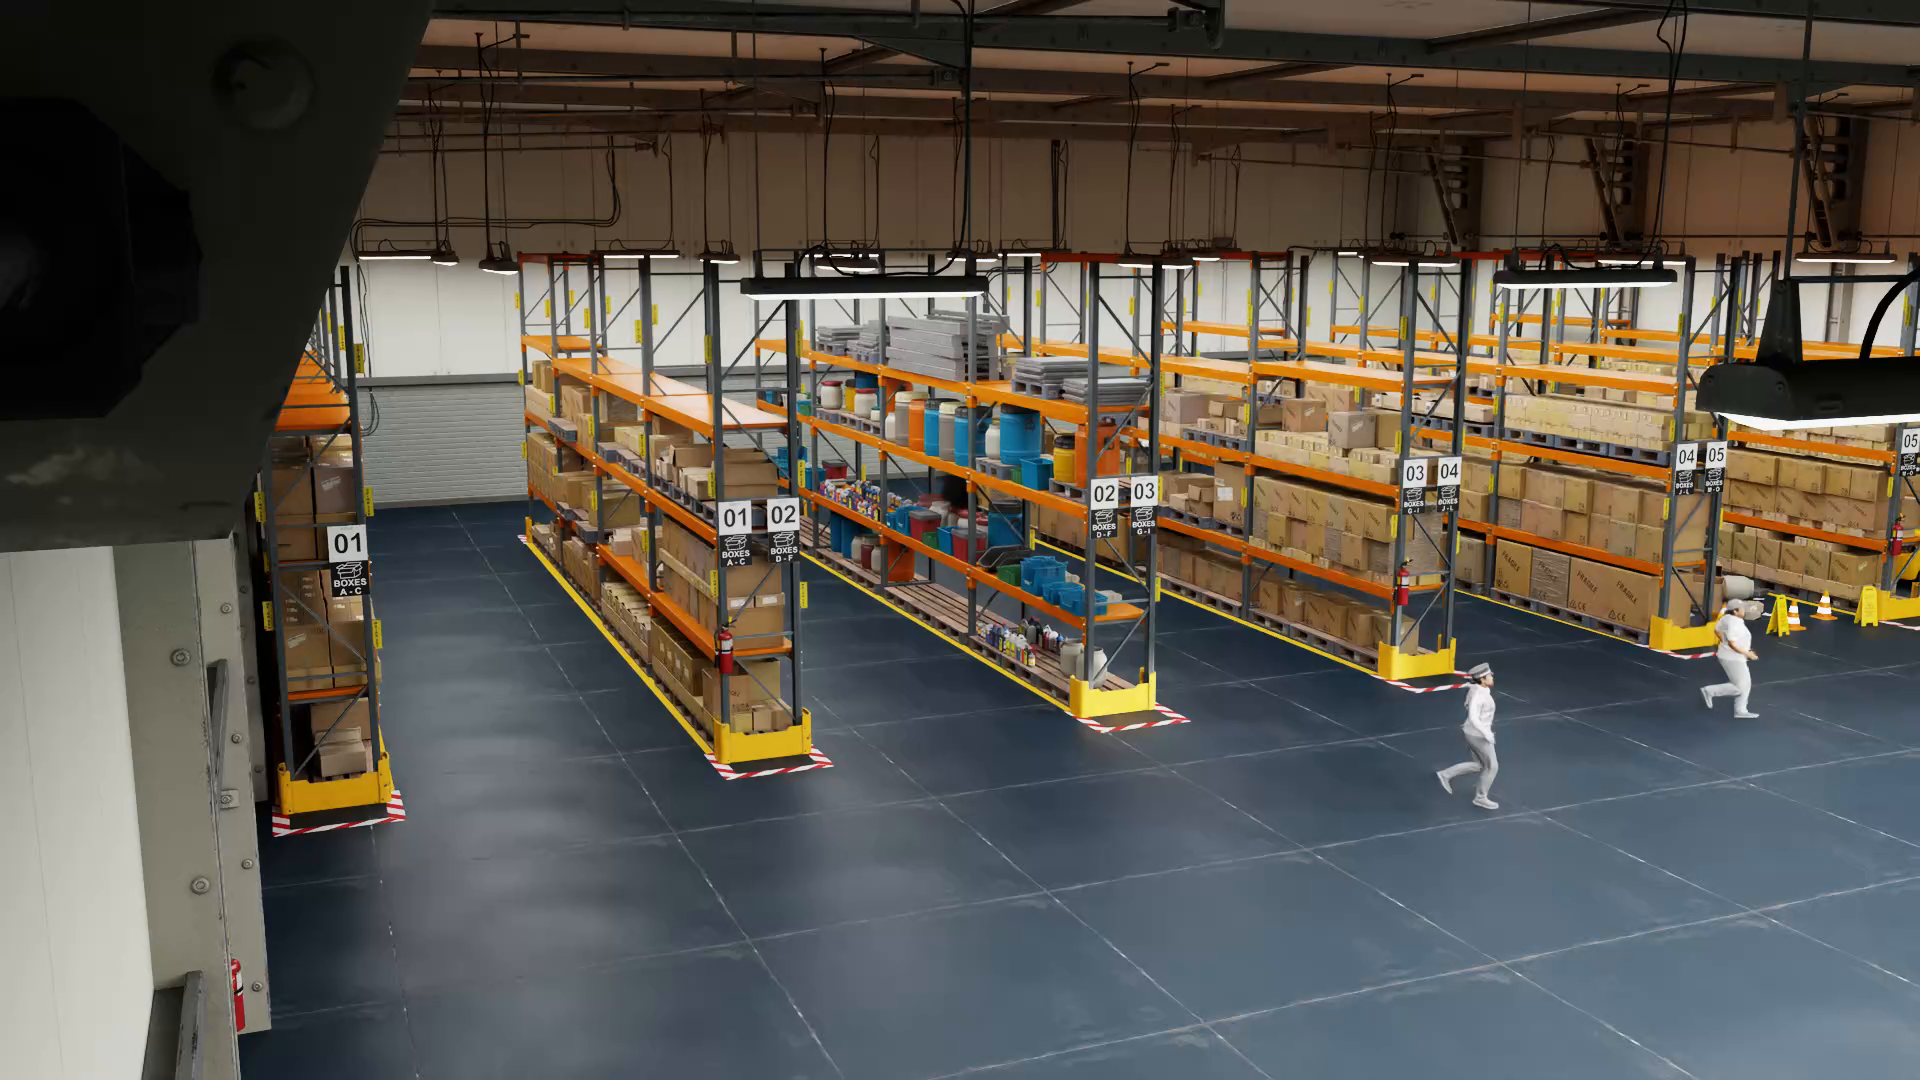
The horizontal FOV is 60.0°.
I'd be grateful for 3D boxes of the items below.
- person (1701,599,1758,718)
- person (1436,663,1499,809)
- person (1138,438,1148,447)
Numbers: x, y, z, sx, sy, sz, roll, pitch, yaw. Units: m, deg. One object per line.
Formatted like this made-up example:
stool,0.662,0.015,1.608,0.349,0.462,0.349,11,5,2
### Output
person,10.217,1.570,22.007,0.769,1.624,0.621,2,11,11
person,5.718,2.174,18.604,0.681,1.668,0.642,2,10,9
person,4.473,-1.986,41.367,0.646,1.721,0.581,-8,13,-37
